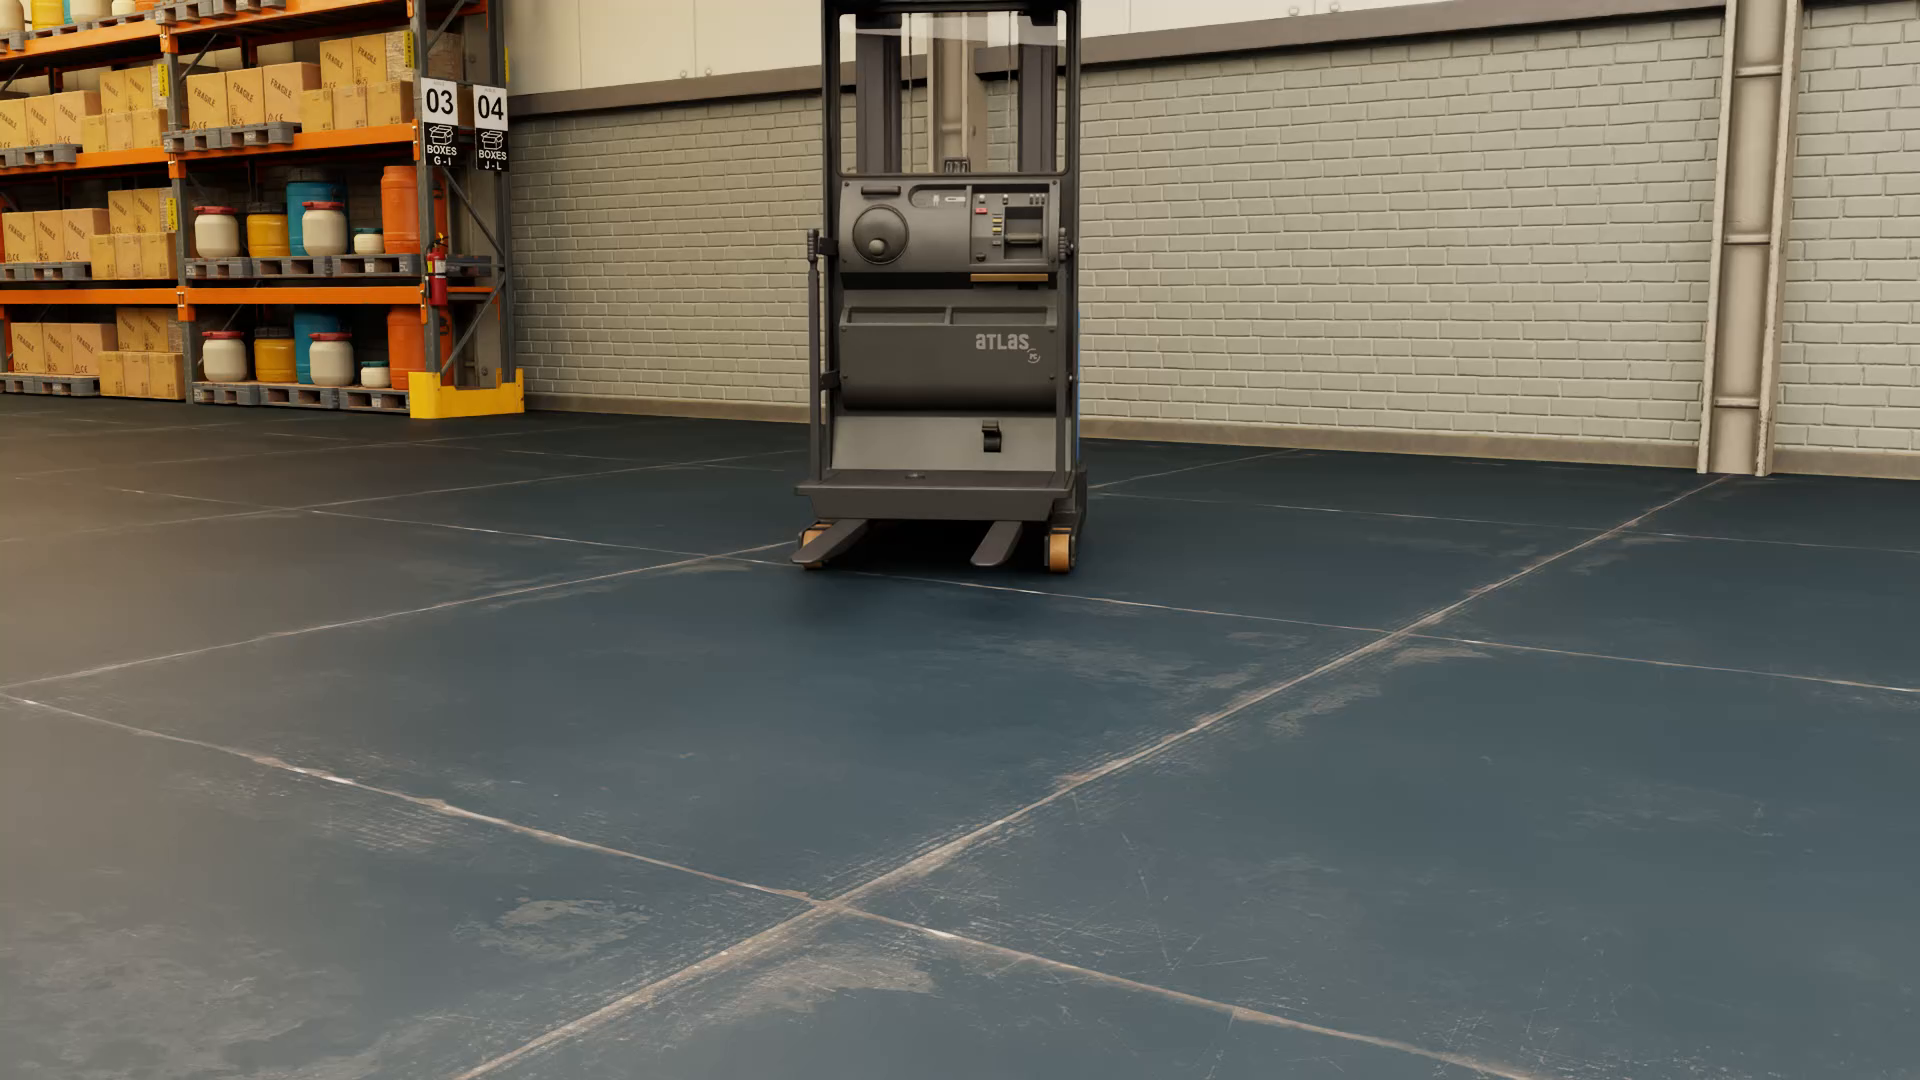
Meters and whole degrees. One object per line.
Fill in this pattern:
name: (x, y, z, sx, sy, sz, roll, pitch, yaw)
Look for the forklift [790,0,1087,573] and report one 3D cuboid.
forklift: (-0.064, -1.366, 6.796, 1.130, 2.935, 3.031, 1, 8, 6)
